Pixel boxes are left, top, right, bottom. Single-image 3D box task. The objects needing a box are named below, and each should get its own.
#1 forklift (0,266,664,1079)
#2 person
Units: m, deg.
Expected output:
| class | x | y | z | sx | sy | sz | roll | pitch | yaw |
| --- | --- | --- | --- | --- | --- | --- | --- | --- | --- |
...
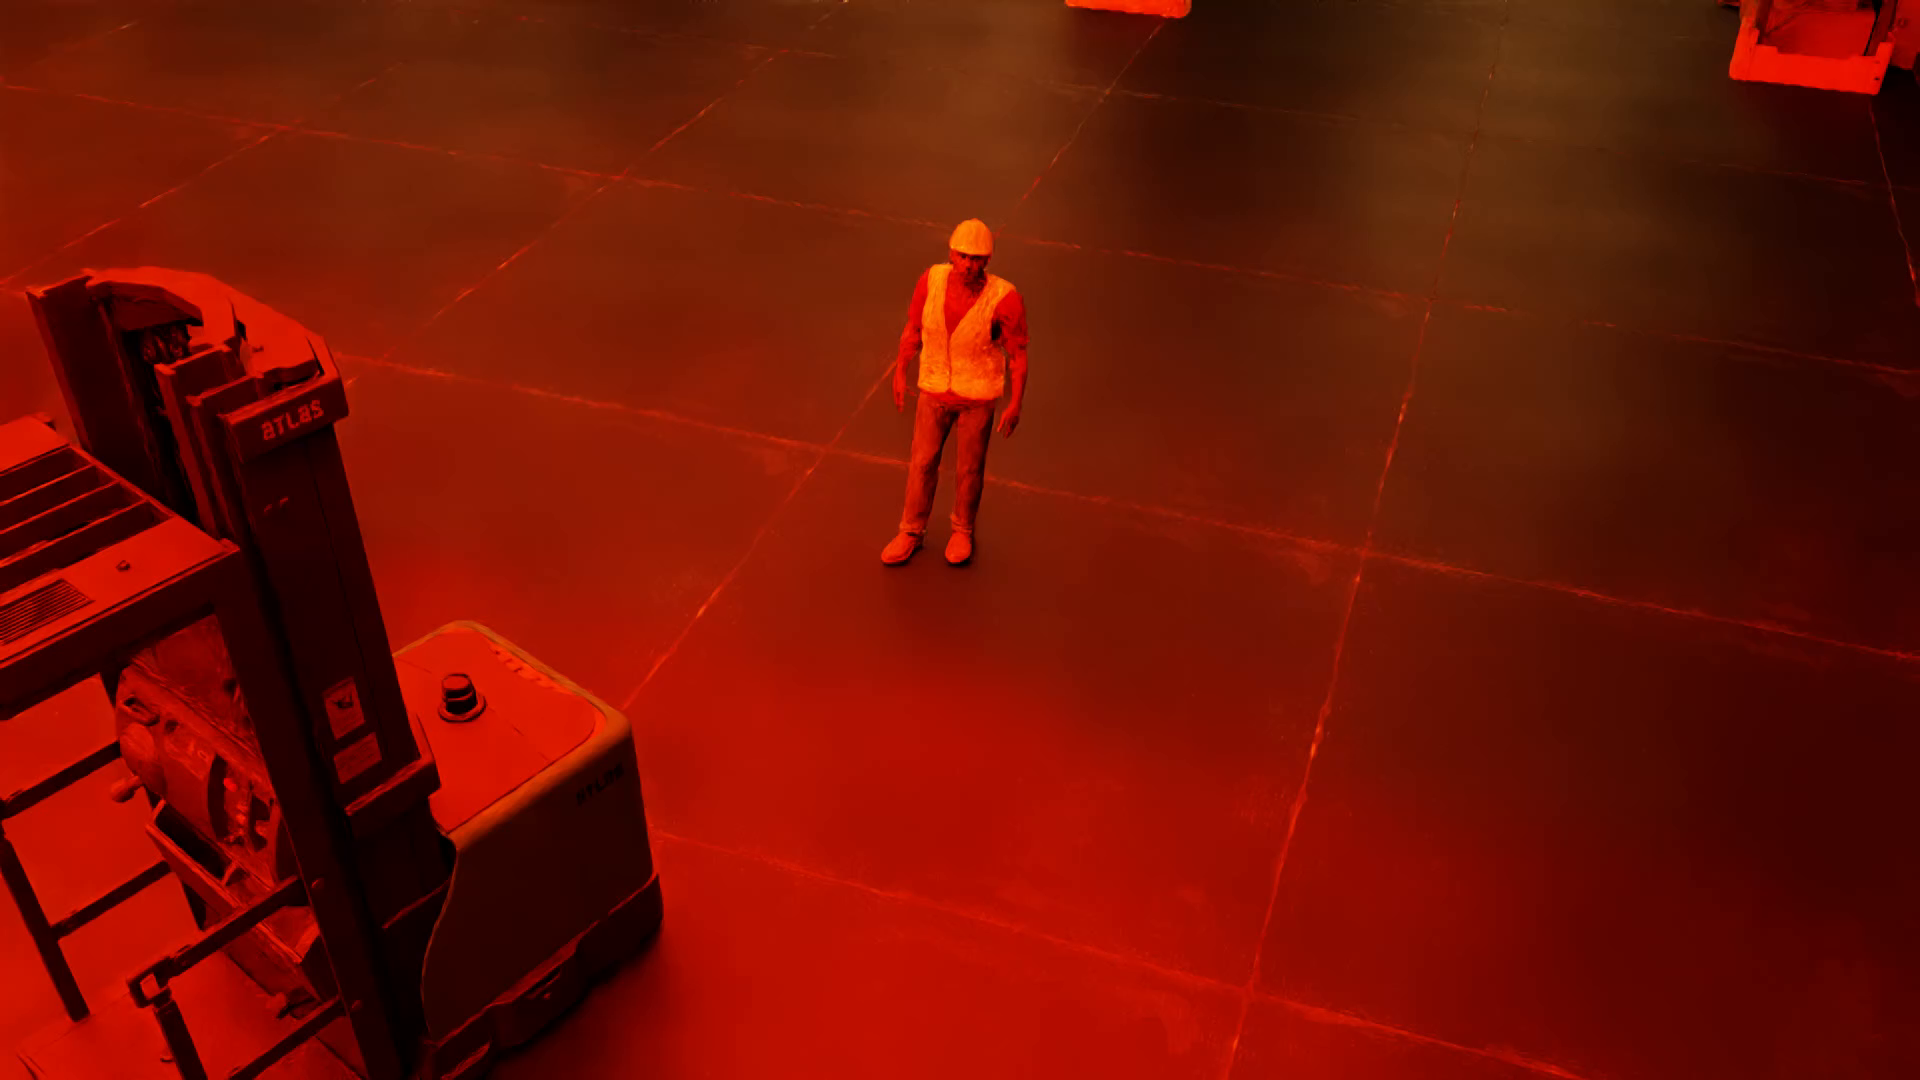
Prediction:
| class | x | y | z | sx | sy | sz | roll | pitch | yaw |
| --- | --- | --- | --- | --- | --- | --- | --- | --- | --- |
| forklift | -2.476 | 0.796 | 4.988 | 1.130 | 2.935 | 3.031 | 25 | 43 | 31 |
| person | -0.028 | -0.689 | 8.078 | 0.665 | 1.766 | 0.576 | 12 | 37 | 16 |
